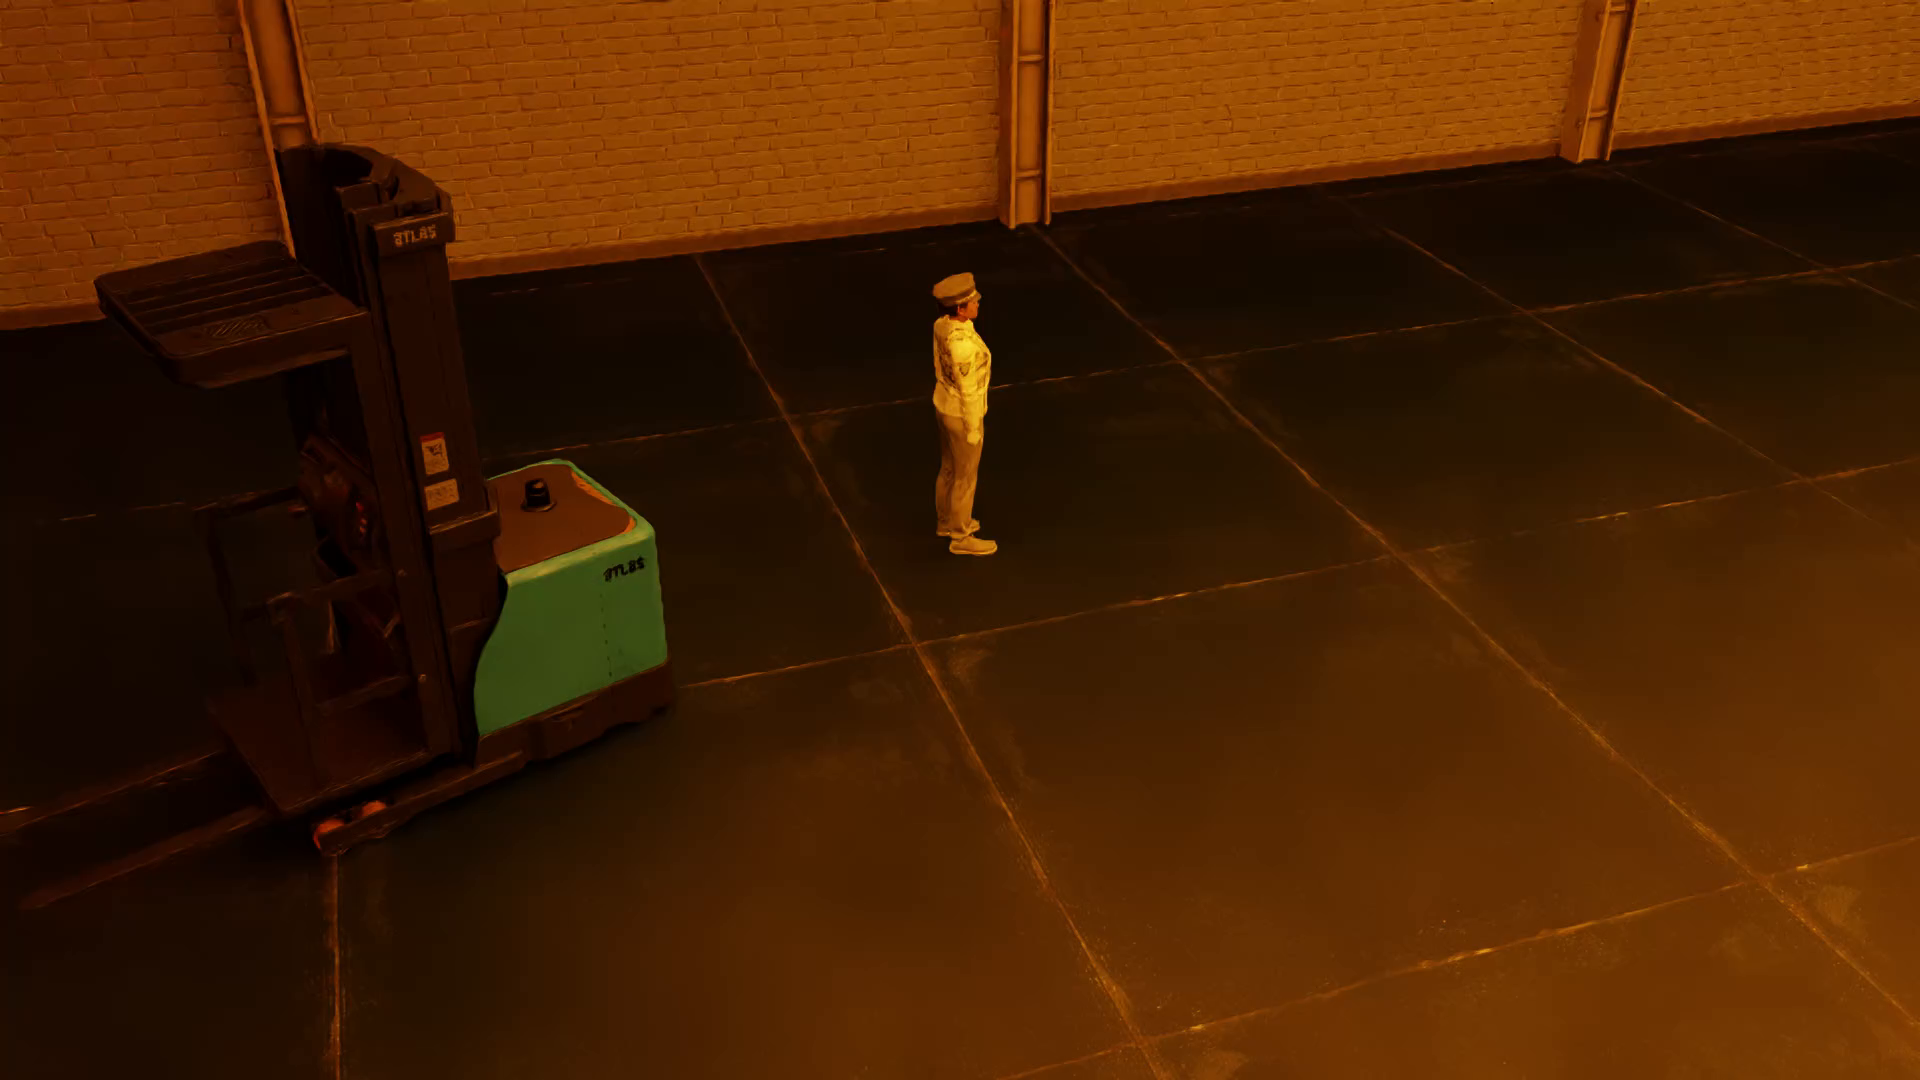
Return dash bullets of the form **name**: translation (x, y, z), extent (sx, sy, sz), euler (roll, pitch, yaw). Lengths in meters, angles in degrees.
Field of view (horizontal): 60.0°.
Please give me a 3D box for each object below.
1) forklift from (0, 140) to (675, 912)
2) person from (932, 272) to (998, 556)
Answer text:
- **forklift**: translation (-2.926, -0.137, 7.325), extent (3.031, 2.935, 1.130), euler (-22, 36, -33)
- **person**: translation (0.014, -0.734, 9.611), extent (0.337, 1.692, 0.463), euler (-10, 31, -16)
